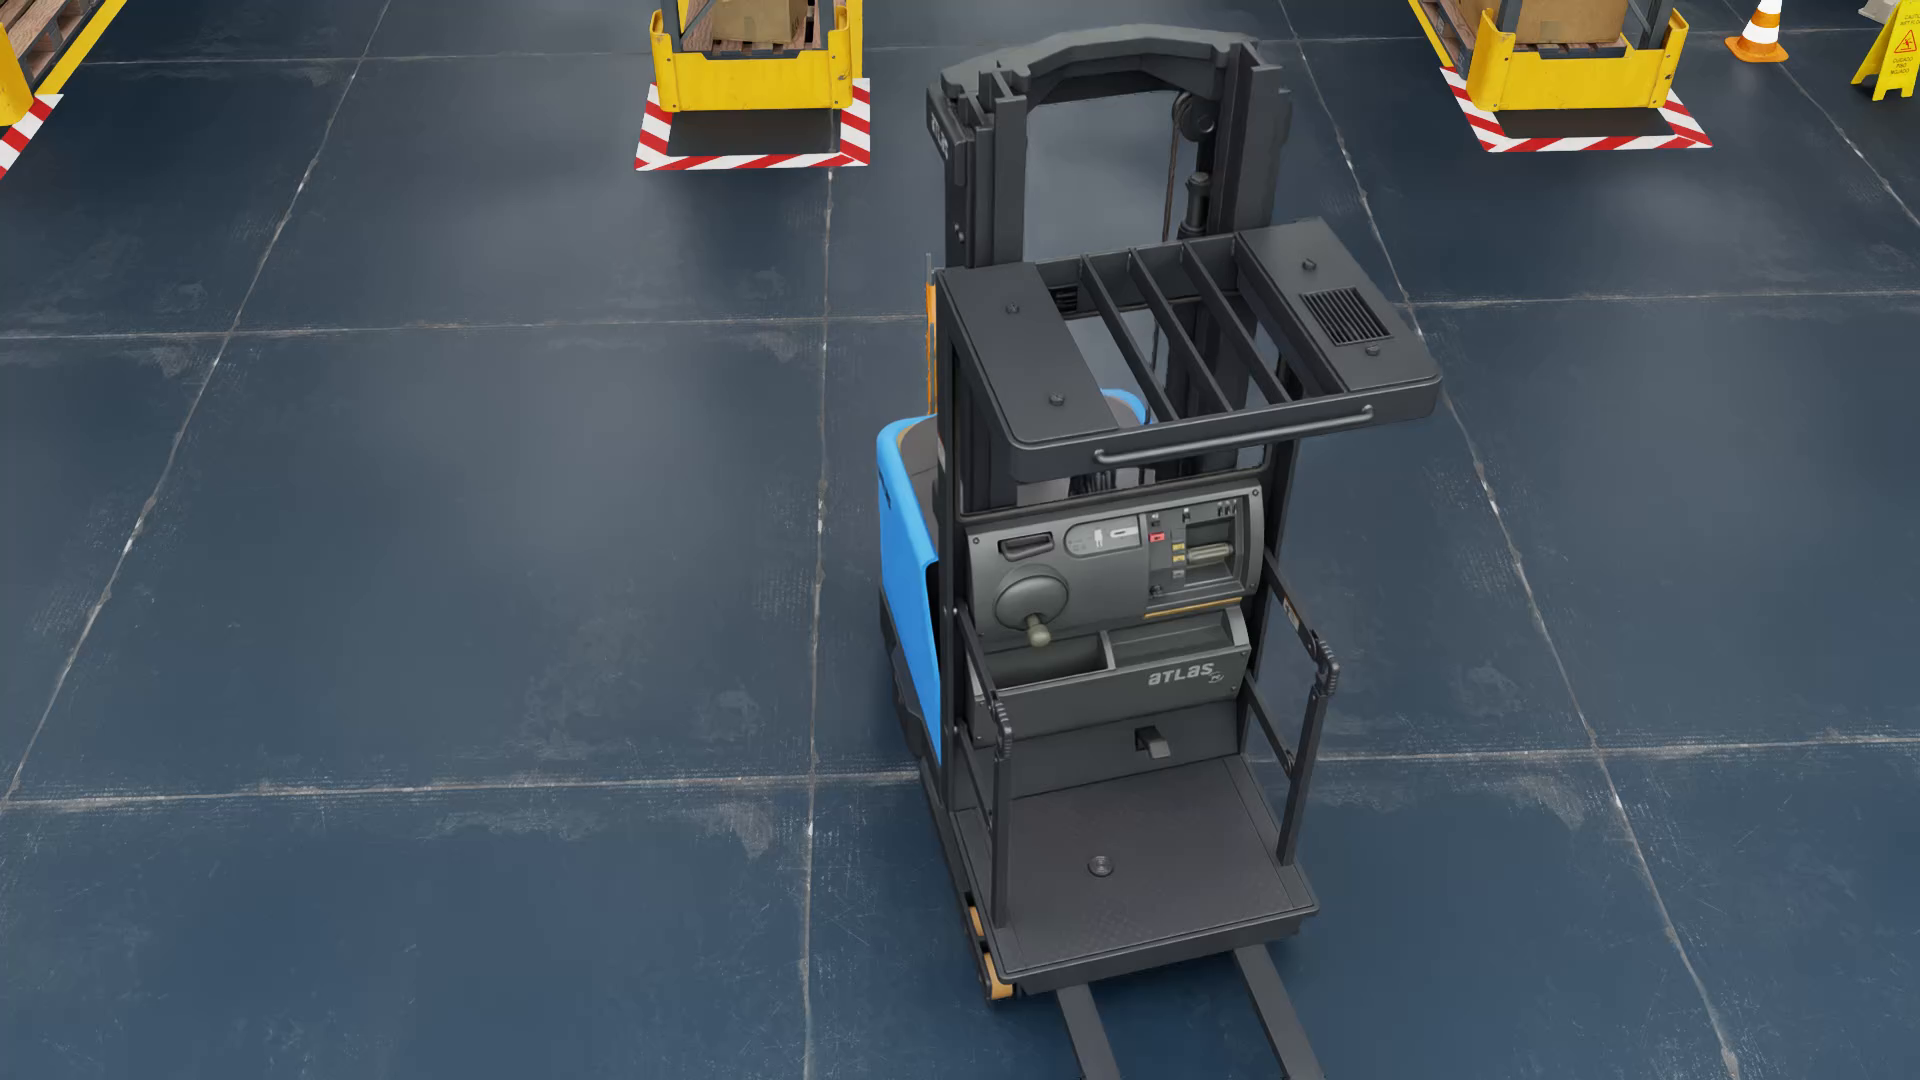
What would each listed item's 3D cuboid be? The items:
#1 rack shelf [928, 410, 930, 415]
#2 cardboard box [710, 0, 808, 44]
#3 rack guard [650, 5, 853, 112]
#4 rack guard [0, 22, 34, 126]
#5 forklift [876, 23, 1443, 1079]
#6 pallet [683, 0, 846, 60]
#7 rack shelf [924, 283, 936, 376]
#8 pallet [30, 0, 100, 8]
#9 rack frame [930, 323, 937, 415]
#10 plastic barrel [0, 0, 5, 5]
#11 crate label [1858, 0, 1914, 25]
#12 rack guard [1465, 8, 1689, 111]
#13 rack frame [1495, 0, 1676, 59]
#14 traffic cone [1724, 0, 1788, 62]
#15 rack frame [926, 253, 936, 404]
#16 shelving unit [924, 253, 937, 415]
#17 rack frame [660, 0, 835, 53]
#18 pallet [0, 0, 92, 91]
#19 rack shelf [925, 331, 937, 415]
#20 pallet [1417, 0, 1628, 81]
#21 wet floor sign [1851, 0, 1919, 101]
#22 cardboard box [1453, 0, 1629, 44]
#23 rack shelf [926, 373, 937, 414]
[{"bbox_3d":[-0.007,-0.358,7.146,0.258,0.148,0.480,-2,43,-2],"label":"rack shelf"},{"bbox_3d":[-1.253,-3.435,10.316,0.500,0.500,0.500,6,43,6],"label":"cardboard box"},{"bbox_3d":[-1.246,-2.909,10.054,1.175,0.500,0.348,-2,43,-2],"label":"rack guard"},{"bbox_3d":[-6.242,-2.766,9.897,1.175,0.500,0.348,-2,43,-2],"label":"rack guard"},{"bbox_3d":[0.536,0.161,4.905,1.130,2.935,3.031,-10,43,-10],"label":"forklift"},{"bbox_3d":[-1.245,-3.352,10.751,1.003,0.211,1.213,-2,43,-2],"label":"pallet"},{"bbox_3d":[-0.007,-0.844,6.701,0.258,0.148,0.480,-2,43,-2],"label":"rack shelf"},{"bbox_3d":[-6.320,-4.029,11.490,1.003,0.211,1.213,-2,43,-2],"label":"pallet"},{"bbox_3d":[0.003,-0.389,6.787,0.240,1.200,0.015,-2,43,-2],"label":"rack frame"},{"bbox_3d":[-6.317,-3.655,10.548,0.421,0.512,0.421,0,43,0],"label":"plastic barrel"},{"bbox_3d":[6.161,-3.529,10.999,0.250,0.136,0.298,-23,47,-23],"label":"crate label"},{"bbox_3d":[3.718,-2.916,10.061,1.175,0.500,0.348,-2,43,-2],"label":"rack guard"},{"bbox_3d":[3.717,-3.853,9.234,1.000,3.000,0.127,-2,43,-2],"label":"rack frame"},{"bbox_3d":[5.113,-3.317,10.527,0.336,0.463,0.334,-2,43,-2],"label":"traffic cone"},{"bbox_3d":[-0.017,-0.719,7.146,0.240,1.200,0.015,-2,43,-2],"label":"rack frame"},{"bbox_3d":[-0.007,-0.554,6.966,0.258,1.200,0.503,-2,43,-2],"label":"shelving unit"},{"bbox_3d":[-1.243,-3.779,9.153,1.000,3.000,0.127,-2,43,-2],"label":"rack frame"},{"bbox_3d":[-6.271,-3.208,10.593,1.003,0.211,1.213,-2,43,-2],"label":"pallet"},{"bbox_3d":[-0.007,-0.669,6.861,0.258,0.148,0.480,-2,43,-2],"label":"rack shelf"},{"bbox_3d":[3.605,-3.363,10.763,1.003,0.211,1.213,-2,43,-2],"label":"pallet"},{"bbox_3d":[5.696,-3.023,10.070,0.267,0.644,0.232,-8,43,-9],"label":"wet floor sign"},{"bbox_3d":[3.622,-3.681,10.307,0.875,0.875,0.875,-1,43,-2],"label":"cardboard box"},{"bbox_3d":[-0.007,-0.504,7.012,0.258,0.148,0.480,-2,43,-2],"label":"rack shelf"}]
